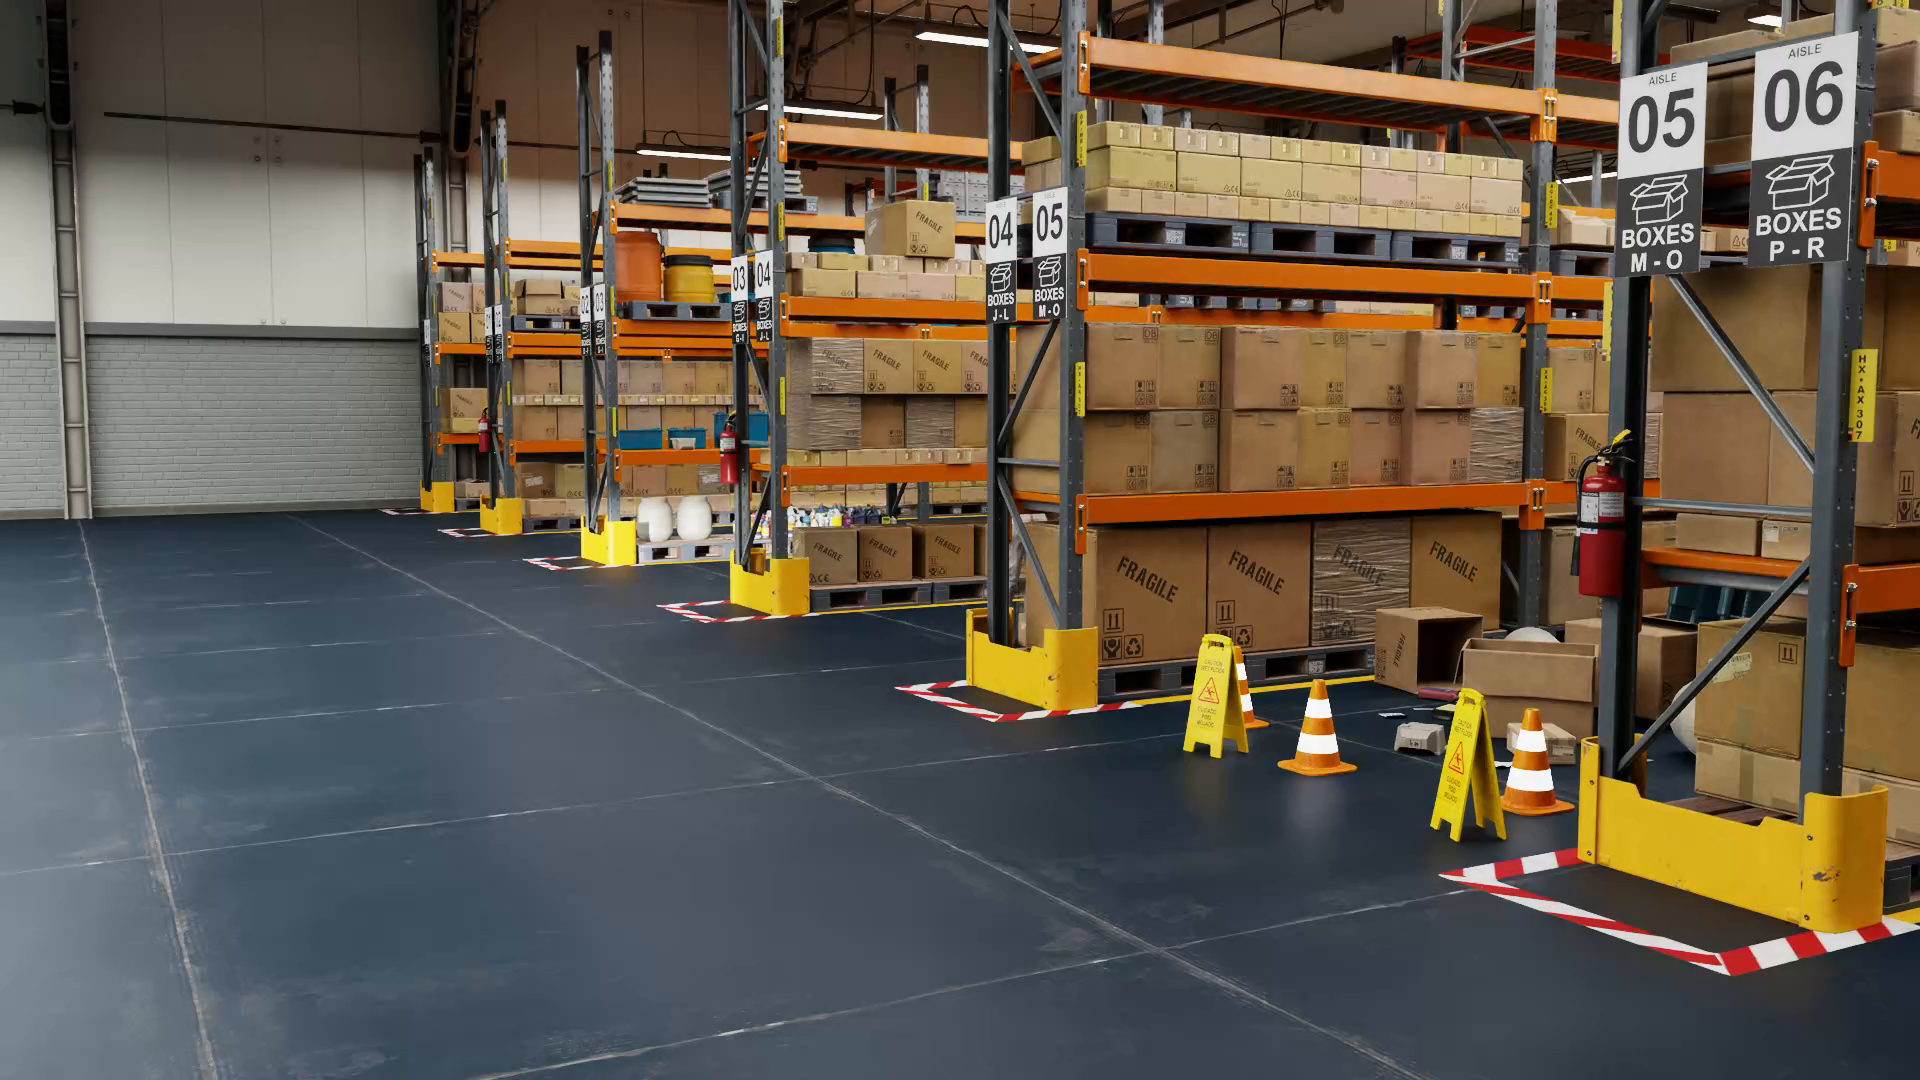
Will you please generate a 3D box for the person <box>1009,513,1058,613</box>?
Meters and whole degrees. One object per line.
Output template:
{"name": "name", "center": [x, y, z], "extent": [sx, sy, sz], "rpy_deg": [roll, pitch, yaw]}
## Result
{"name": "person", "center": [0.513, -0.078, 13.027], "extent": [0.633, 1.775, 0.447], "rpy_deg": [-3, 6, -31]}
